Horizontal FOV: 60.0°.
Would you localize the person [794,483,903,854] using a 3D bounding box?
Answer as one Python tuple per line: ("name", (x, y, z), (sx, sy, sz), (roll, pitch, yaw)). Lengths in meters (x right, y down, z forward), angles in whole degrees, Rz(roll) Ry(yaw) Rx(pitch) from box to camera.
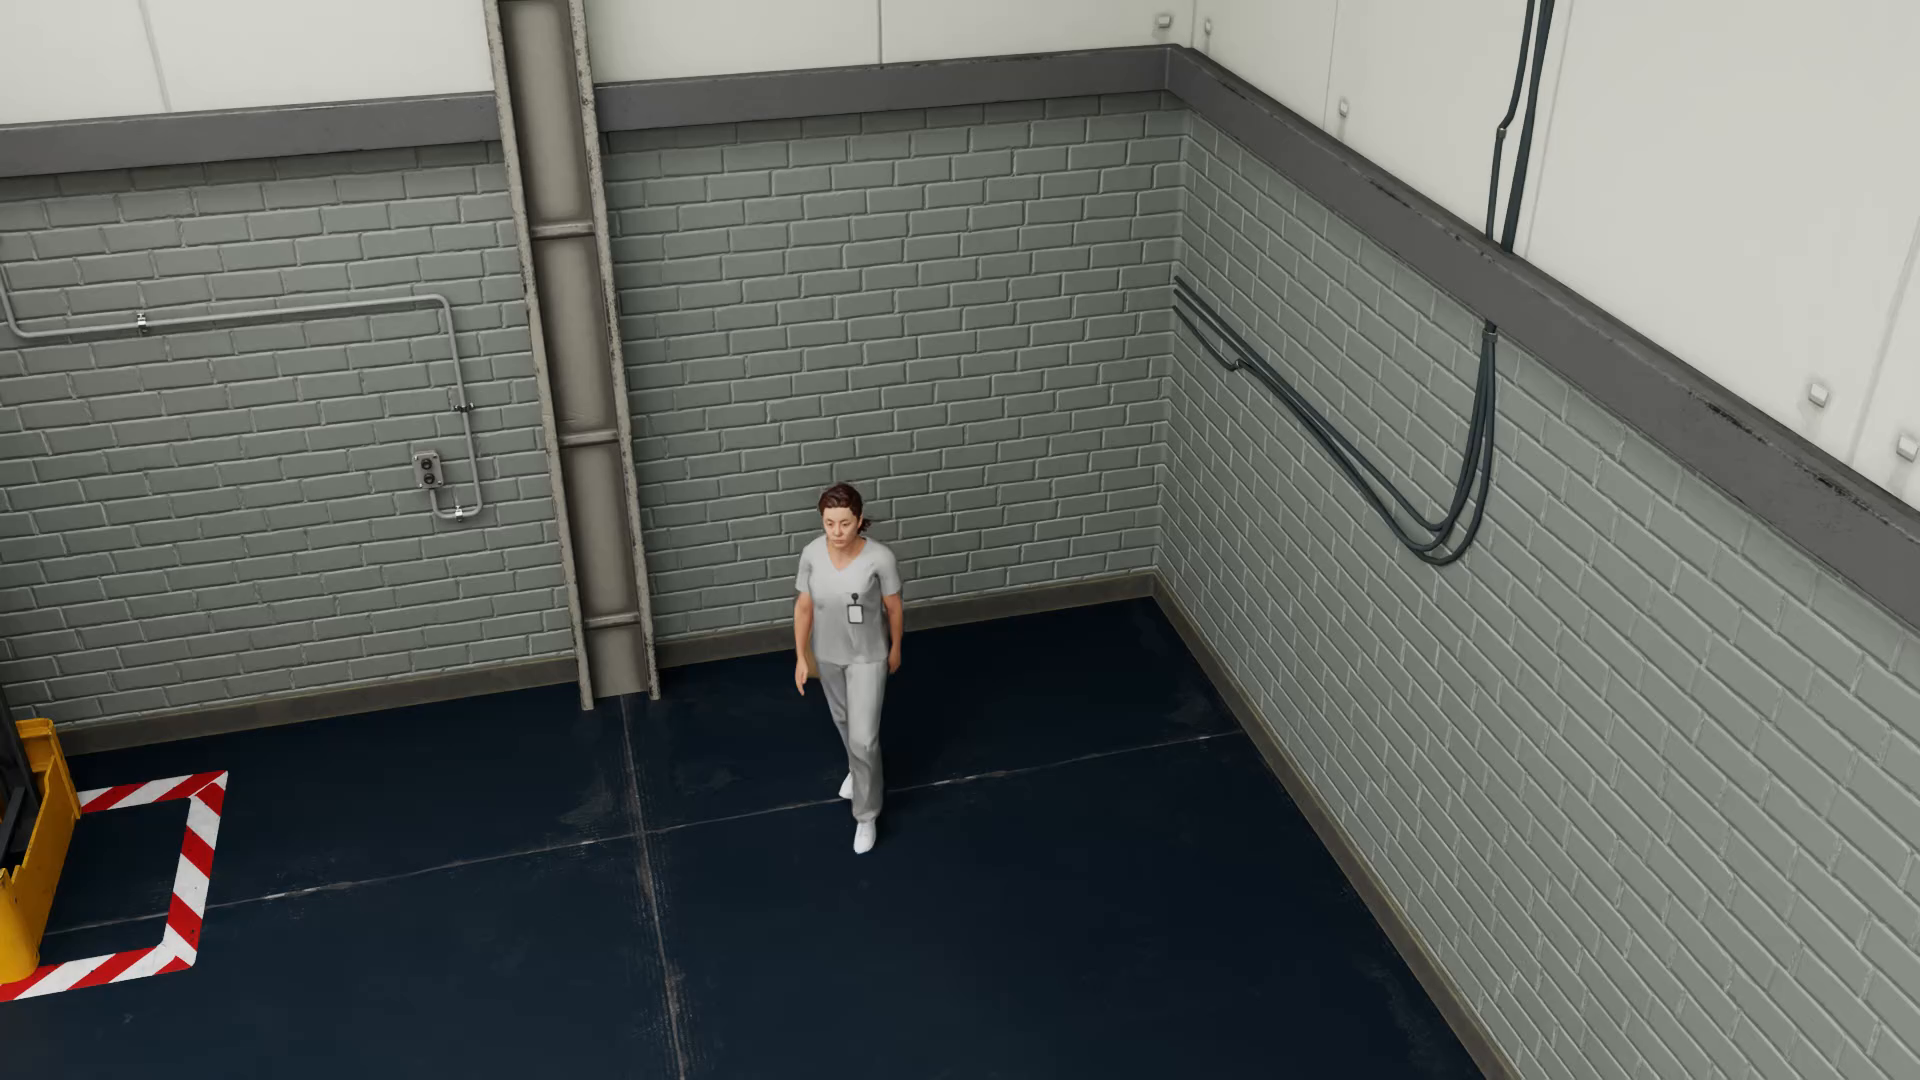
("person", (-0.494, 0.540, 7.335), (0.455, 1.721, 0.587), (9, 32, 15))
